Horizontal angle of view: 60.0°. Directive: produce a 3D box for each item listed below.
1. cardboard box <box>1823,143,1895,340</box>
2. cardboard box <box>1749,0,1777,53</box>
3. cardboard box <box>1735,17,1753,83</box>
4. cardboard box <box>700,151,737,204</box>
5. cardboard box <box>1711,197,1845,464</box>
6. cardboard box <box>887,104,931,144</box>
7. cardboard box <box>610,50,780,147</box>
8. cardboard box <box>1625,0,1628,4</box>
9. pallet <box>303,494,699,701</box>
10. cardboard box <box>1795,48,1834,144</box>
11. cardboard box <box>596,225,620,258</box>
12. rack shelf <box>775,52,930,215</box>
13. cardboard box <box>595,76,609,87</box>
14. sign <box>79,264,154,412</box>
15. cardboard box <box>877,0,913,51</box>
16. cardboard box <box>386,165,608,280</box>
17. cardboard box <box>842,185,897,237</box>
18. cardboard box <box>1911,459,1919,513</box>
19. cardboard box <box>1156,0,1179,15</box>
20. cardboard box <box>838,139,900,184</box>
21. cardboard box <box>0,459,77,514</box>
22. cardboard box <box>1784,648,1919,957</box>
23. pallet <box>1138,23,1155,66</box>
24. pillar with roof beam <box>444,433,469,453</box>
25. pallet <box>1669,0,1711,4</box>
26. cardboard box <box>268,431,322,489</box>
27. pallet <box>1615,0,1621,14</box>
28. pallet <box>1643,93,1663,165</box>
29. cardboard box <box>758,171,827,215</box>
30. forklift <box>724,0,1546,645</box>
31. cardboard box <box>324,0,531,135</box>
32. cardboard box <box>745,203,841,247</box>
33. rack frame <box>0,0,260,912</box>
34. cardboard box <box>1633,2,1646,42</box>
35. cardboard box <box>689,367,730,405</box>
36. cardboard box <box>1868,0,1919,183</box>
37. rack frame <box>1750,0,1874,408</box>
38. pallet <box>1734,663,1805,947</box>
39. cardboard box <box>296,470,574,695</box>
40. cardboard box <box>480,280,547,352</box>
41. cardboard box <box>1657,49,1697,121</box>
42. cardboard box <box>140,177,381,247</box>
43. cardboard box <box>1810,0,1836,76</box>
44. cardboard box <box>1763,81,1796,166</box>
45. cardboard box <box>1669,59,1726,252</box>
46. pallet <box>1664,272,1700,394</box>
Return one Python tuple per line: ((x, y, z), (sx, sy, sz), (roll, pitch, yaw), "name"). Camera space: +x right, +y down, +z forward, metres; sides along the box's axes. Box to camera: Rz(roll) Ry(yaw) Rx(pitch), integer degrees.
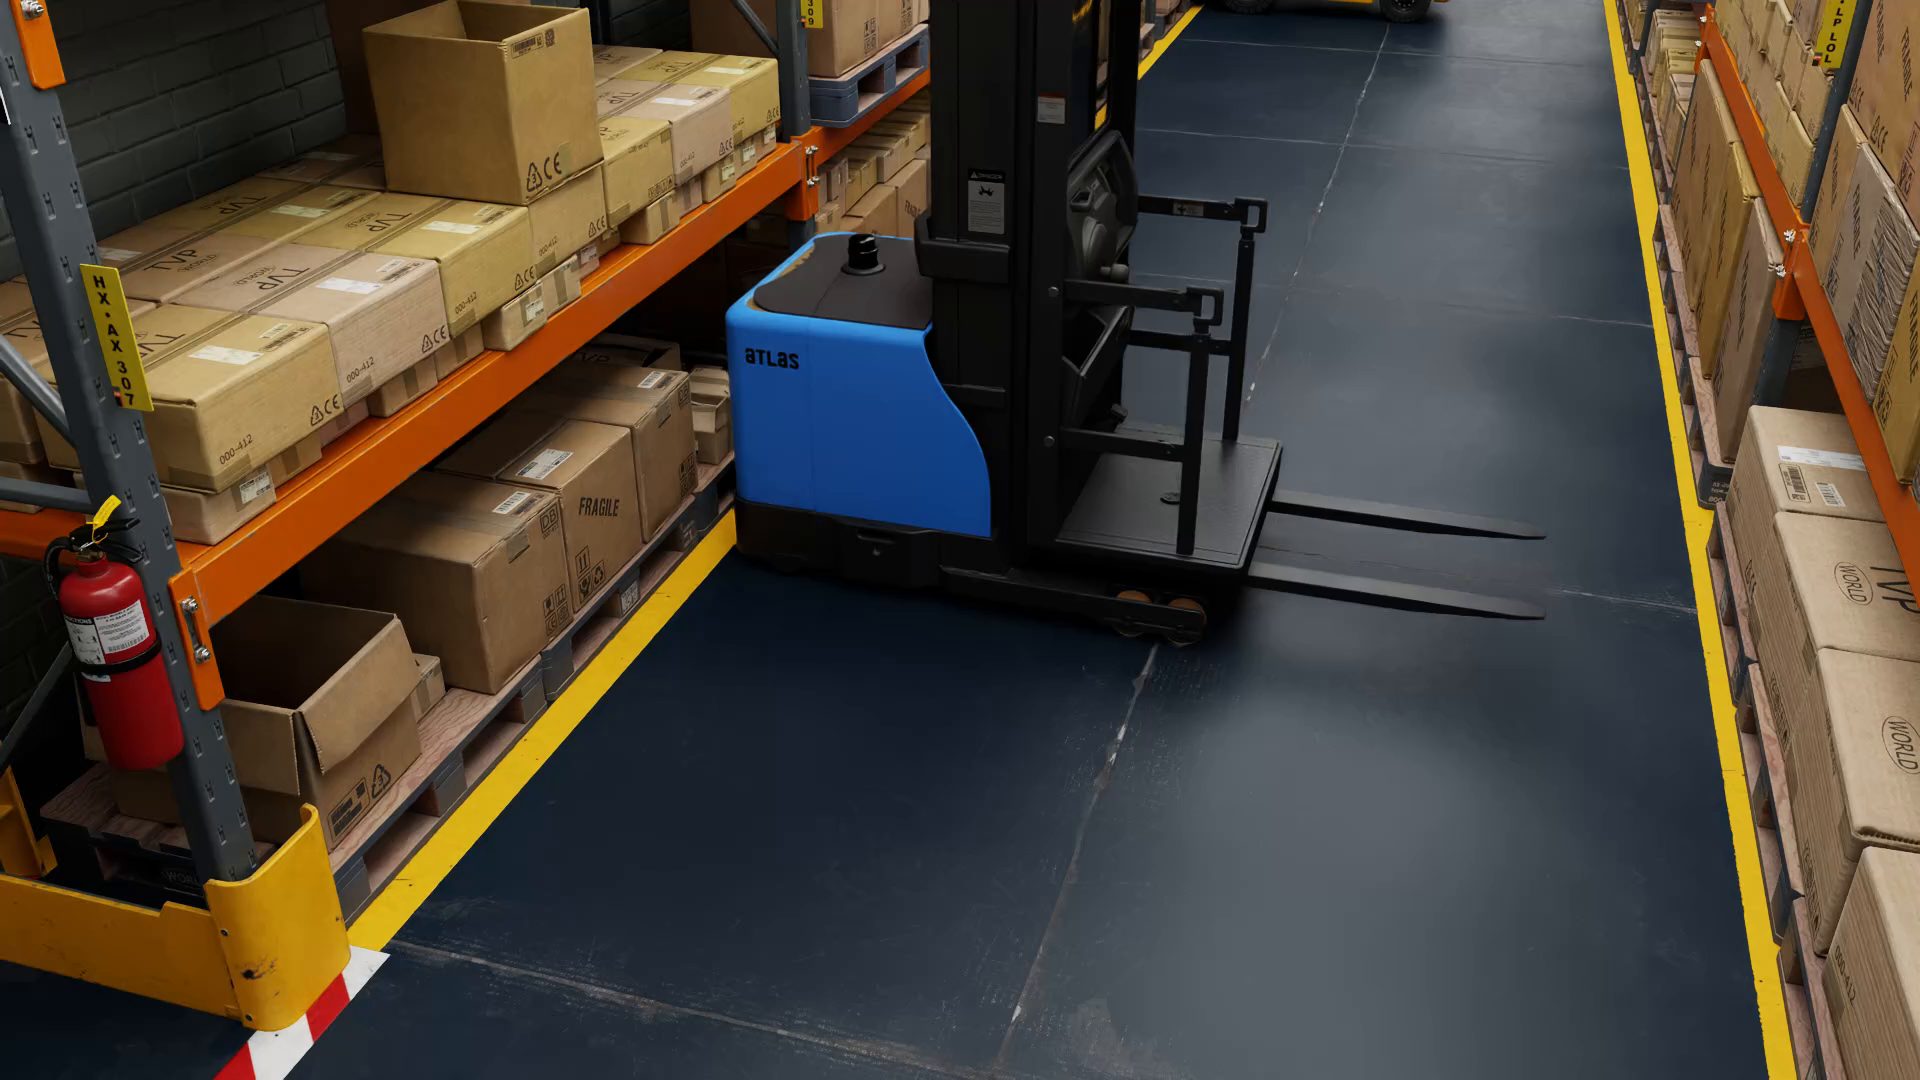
((3.063, -0.909, 5.196), (0.500, 0.500, 0.500), (9, 30, 15), "cardboard box")
((3.920, -2.387, 7.596), (0.500, 0.250, 0.500), (9, 30, 16), "cardboard box")
((4.100, -2.397, 8.128), (0.500, 0.250, 0.500), (9, 30, 17), "cardboard box")
((-1.104, -1.444, 6.518), (0.380, 0.149, 0.250), (9, 30, 16), "cardboard box")
((3.709, -0.834, 6.917), (0.875, 0.875, 0.875), (9, 30, 16), "cardboard box")
((-0.288, -2.342, 9.346), (0.380, 0.149, 0.250), (7, 30, 12), "cardboard box")
((-1.059, -1.779, 6.711), (0.500, 0.250, 0.500), (9, 30, 16), "cardboard box")
((6.319, -5.011, 15.069), (0.500, 0.250, 0.500), (11, 31, 18), "cardboard box")
((-1.702, 0.120, 6.317), (1.003, 0.211, 1.213), (8, 30, 15), "pallet")
((3.500, -1.672, 6.310), (0.500, 0.250, 0.500), (8, 30, 15), "cardboard box")
((-1.438, -1.099, 5.898), (0.380, 0.149, 0.250), (9, 30, 16), "cardboard box")
((-0.556, -2.601, 9.080), (1.077, 0.370, 4.000), (8, 30, 15), "rack shelf")
((-1.687, -1.625, 6.434), (0.500, 0.250, 0.500), (8, 30, 14), "cardboard box")
((-1.798, -0.428, 3.544), (0.100, 0.325, 0.005), (8, 30, 15), "sign")
((-0.635, -2.647, 7.888), (0.700, 0.500, 0.500), (9, 30, 15), "cardboard box")
((-1.503, -1.075, 5.445), (0.500, 0.250, 0.500), (8, 30, 14), "cardboard box")
((-0.639, -1.519, 8.534), (0.500, 0.500, 0.500), (8, 30, 14), "cardboard box")
((2.621, -0.198, 3.917), (0.500, 0.500, 0.500), (9, 30, 16), "cardboard box")
((1.664, -4.863, 14.803), (0.500, 0.250, 0.500), (9, 30, 15), "cardboard box")
((-0.535, -1.990, 8.714), (0.380, 0.149, 0.250), (8, 30, 15), "cardboard box")
((-2.477, -0.210, 4.300), (0.380, 0.149, 0.250), (8, 30, 14), "cardboard box")
((2.788, 0.768, 4.487), (0.875, 0.438, 0.875), (9, 30, 16), "cardboard box")
((1.026, -4.137, 13.970), (1.003, 0.211, 1.213), (8, 30, 15), "pallet")
((1.906, -3.798, 4.322), (9.100, 9.000, 0.400), (8, 30, 15), "pillar with roof beam")
((4.884, -3.401, 9.975), (1.213, 0.211, 1.003), (8, 30, 15), "pallet")
((-1.928, -0.256, 4.383), (0.380, 0.149, 0.250), (9, 30, 16), "cardboard box")
((6.831, -5.230, 15.934), (1.003, 0.211, 1.213), (8, 30, 15), "pallet")
((5.368, -2.848, 11.652), (1.003, 0.211, 1.213), (8, 30, 15), "pallet")
((-0.841, -1.628, 7.757), (0.380, 0.149, 0.250), (8, 30, 14), "cardboard box")
((0.696, -1.188, 5.870), (3.031, 2.935, 1.130), (9, 30, 15), "forklift")
((-1.835, -1.724, 5.841), (0.500, 0.500, 0.500), (8, 30, 13), "cardboard box")
((-0.783, -1.489, 7.814), (0.380, 0.149, 0.250), (10, 31, 17), "cardboard box")
((-2.317, -0.127, 3.893), (1.000, 3.000, 0.127), (8, 30, 15), "rack frame")
((5.868, -4.292, 13.777), (0.500, 0.250, 0.500), (10, 31, 17), "cardboard box")
((-1.026, -0.623, 7.285), (0.380, 0.149, 0.250), (8, 30, 13), "cardboard box")
((3.078, -1.340, 4.941), (0.500, 0.500, 0.500), (8, 30, 14), "cardboard box")
((3.603, -1.280, 5.965), (1.000, 3.000, 0.127), (8, 30, 15), "rack frame")
((2.949, 0.850, 5.005), (1.003, 0.211, 1.213), (8, 30, 15), "pallet")
((-1.759, 0.119, 5.589), (0.700, 0.500, 0.500), (10, 31, 17), "cardboard box")
((-1.533, -0.723, 5.222), (0.380, 0.149, 0.250), (8, 30, 13), "cardboard box")
((5.389, -3.130, 11.563), (0.950, 0.372, 0.625), (10, 30, 17), "cardboard box")
((-2.134, -0.912, 5.152), (0.500, 0.250, 0.500), (9, 30, 16), "cardboard box")
((3.494, -2.004, 6.135), (0.500, 0.500, 0.500), (9, 30, 16), "cardboard box")
((3.644, -1.695, 6.866), (0.500, 0.250, 0.500), (8, 30, 14), "cardboard box")
((4.495, -2.084, 9.165), (0.875, 0.875, 0.875), (8, 30, 14), "cardboard box")
((4.114, -0.999, 8.329), (1.003, 0.211, 1.213), (8, 30, 15), "pallet")
